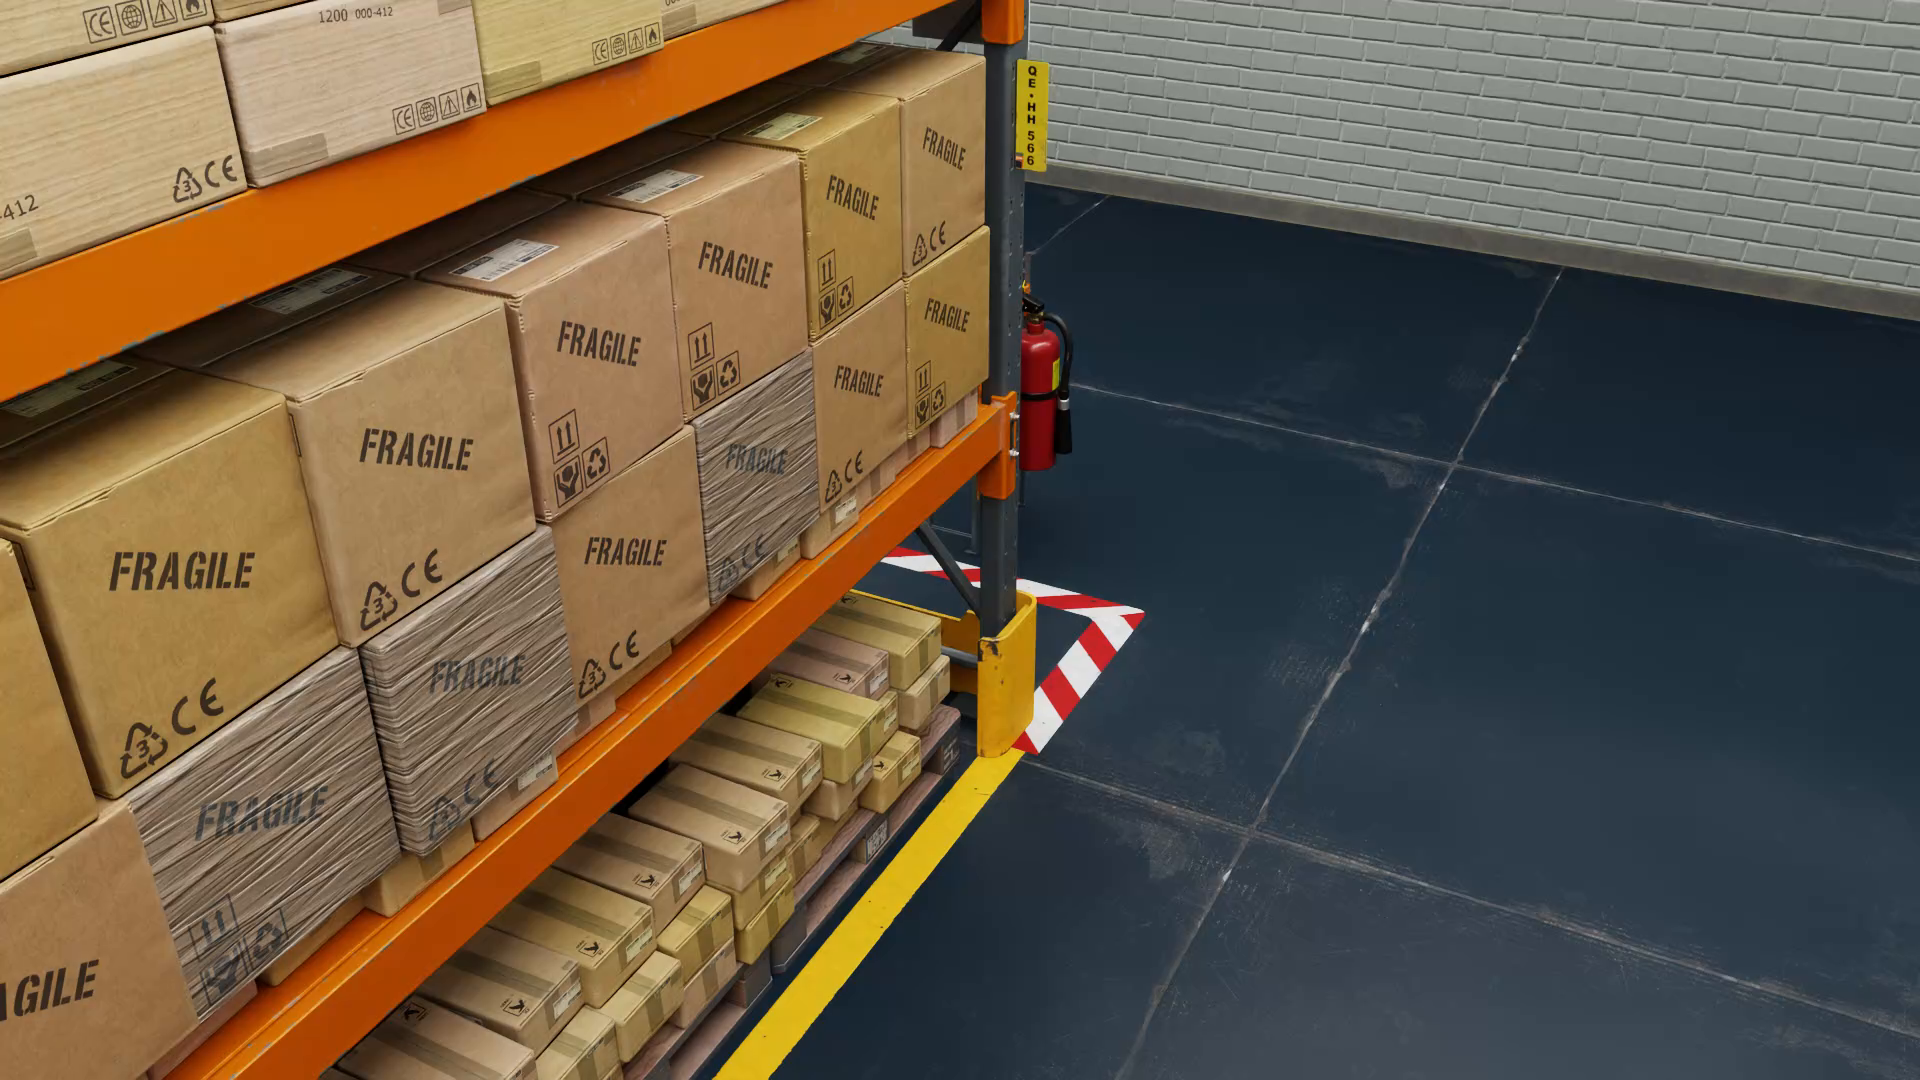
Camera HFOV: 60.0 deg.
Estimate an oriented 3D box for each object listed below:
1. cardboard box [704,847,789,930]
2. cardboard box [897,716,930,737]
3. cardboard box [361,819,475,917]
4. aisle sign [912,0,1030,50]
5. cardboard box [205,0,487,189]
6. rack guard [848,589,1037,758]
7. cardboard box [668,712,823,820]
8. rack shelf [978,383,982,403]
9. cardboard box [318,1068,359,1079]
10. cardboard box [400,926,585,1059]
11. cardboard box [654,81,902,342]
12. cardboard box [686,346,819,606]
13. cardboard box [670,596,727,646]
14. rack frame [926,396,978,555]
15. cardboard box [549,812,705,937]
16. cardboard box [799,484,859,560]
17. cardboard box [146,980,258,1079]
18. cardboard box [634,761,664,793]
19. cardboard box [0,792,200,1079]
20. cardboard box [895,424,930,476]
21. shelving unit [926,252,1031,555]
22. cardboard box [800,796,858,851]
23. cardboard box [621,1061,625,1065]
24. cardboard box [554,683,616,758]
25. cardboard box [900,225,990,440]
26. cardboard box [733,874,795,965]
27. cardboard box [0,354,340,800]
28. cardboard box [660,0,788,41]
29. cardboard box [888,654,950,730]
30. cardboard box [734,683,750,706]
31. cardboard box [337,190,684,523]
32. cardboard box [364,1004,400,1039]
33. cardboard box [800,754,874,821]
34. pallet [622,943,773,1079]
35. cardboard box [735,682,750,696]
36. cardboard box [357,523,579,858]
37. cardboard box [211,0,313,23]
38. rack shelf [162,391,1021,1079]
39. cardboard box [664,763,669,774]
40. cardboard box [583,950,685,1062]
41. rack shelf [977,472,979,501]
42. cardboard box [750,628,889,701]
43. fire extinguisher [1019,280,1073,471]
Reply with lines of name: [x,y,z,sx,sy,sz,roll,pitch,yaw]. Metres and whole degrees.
cardboard box: [-0.716,0.929,4.762,0.380,0.149,0.250,15,33,24]
cardboard box: [-0.325,0.577,5.674,0.380,0.149,0.250,15,33,24]
cardboard box: [-1.244,0.596,3.453,0.380,0.149,0.250,15,33,24]
aisle sign: [0.030,-1.849,4.848,0.394,0.787,0.004,14,33,23]
cardboard box: [-1.172,-0.816,2.798,0.500,0.250,0.500,16,33,25]
rack guard: [-0.305,0.360,6.121,1.175,0.500,0.348,14,33,23]
cardboard box: [-0.631,0.673,4.910,0.380,0.149,0.250,13,32,21]
rack shelf: [0.075,-0.729,7.001,0.258,0.148,0.480,14,33,23]
cardboard box: [-1.403,1.353,3.725,0.380,0.149,0.250,13,32,22]
cardboard box: [-1.164,1.119,4.132,0.380,0.149,0.250,13,32,21]
cardboard box: [-0.488,-0.880,4.367,0.500,0.500,0.500,13,32,22]
cardboard box: [-0.708,-0.218,4.219,0.500,0.500,0.500,14,33,23]
cardboard box: [-0.833,0.111,4.297,0.380,0.149,0.250,13,32,21]
rack frame: [-0.036,-0.486,6.891,0.240,1.200,0.015,14,33,23]
cardboard box: [-0.923,0.896,4.520,0.380,0.149,0.250,13,32,22]
cardboard box: [-0.510,-0.105,4.674,0.380,0.149,0.250,15,33,25]
cardboard box: [-1.546,0.812,3.077,0.380,0.149,0.250,13,32,21]
cardboard box: [-1.159,0.668,5.217,0.380,0.149,0.250,15,33,25]
cardboard box: [-1.643,0.681,2.653,0.500,0.500,0.500,14,33,22]
cardboard box: [-0.314,-0.338,5.079,0.380,0.149,0.250,14,33,23]
shelving unit: [0.075,-0.594,7.079,0.258,1.200,0.503,14,33,23]
cardboard box: [-0.549,0.812,5.266,0.380,0.149,0.250,14,33,23]
cardboard box: [-1.034,1.263,4.480,0.380,0.149,0.250,15,33,25]
cardboard box: [-1.035,0.349,3.883,0.380,0.149,0.250,16,33,25]
cardboard box: [-0.246,-0.672,5.010,0.500,0.500,0.500,15,33,24]
cardboard box: [-0.710,1.051,4.848,0.380,0.149,0.250,13,32,21]
cardboard box: [-1.448,0.032,2.780,0.500,0.500,0.500,13,32,22]
cardboard box: [-0.706,-1.287,3.618,0.500,0.250,0.500,16,33,25]
cardboard box: [-0.257,0.466,5.568,0.380,0.149,0.250,13,32,22]
cardboard box: [-0.913,0.450,5.596,0.380,0.149,0.250,14,33,23]
cardboard box: [-0.955,-0.412,3.552,0.500,0.500,0.500,13,32,22]
cardboard box: [-1.573,1.163,4.355,0.380,0.149,0.250,13,32,21]
cardboard box: [-0.492,0.697,5.167,0.380,0.149,0.250,13,32,21]
pallet: [-1.264,1.376,4.642,1.003,0.211,1.213,14,33,23]
cardboard box: [-0.830,0.343,5.484,0.380,0.149,0.250,15,33,24]
cardboard box: [-1.162,0.245,3.413,0.500,0.500,0.500,14,33,22]
cardboard box: [-1.187,-1.036,2.678,0.500,0.250,0.500,15,33,24]
rack shelf: [-1.182,0.441,4.193,1.077,0.370,4.000,14,33,23]
cardboard box: [-0.948,0.702,5.456,0.380,0.149,0.250,15,33,24]
cardboard box: [-0.951,1.167,4.348,0.380,0.149,0.250,15,33,24]
rack shelf: [0.075,-0.363,7.211,0.258,0.148,0.480,14,33,23]
cardboard box: [-0.452,0.429,5.335,0.380,0.149,0.250,15,33,24]
fire extinguisher: [0.255,-0.569,5.682,0.296,0.674,0.183,14,33,23]
